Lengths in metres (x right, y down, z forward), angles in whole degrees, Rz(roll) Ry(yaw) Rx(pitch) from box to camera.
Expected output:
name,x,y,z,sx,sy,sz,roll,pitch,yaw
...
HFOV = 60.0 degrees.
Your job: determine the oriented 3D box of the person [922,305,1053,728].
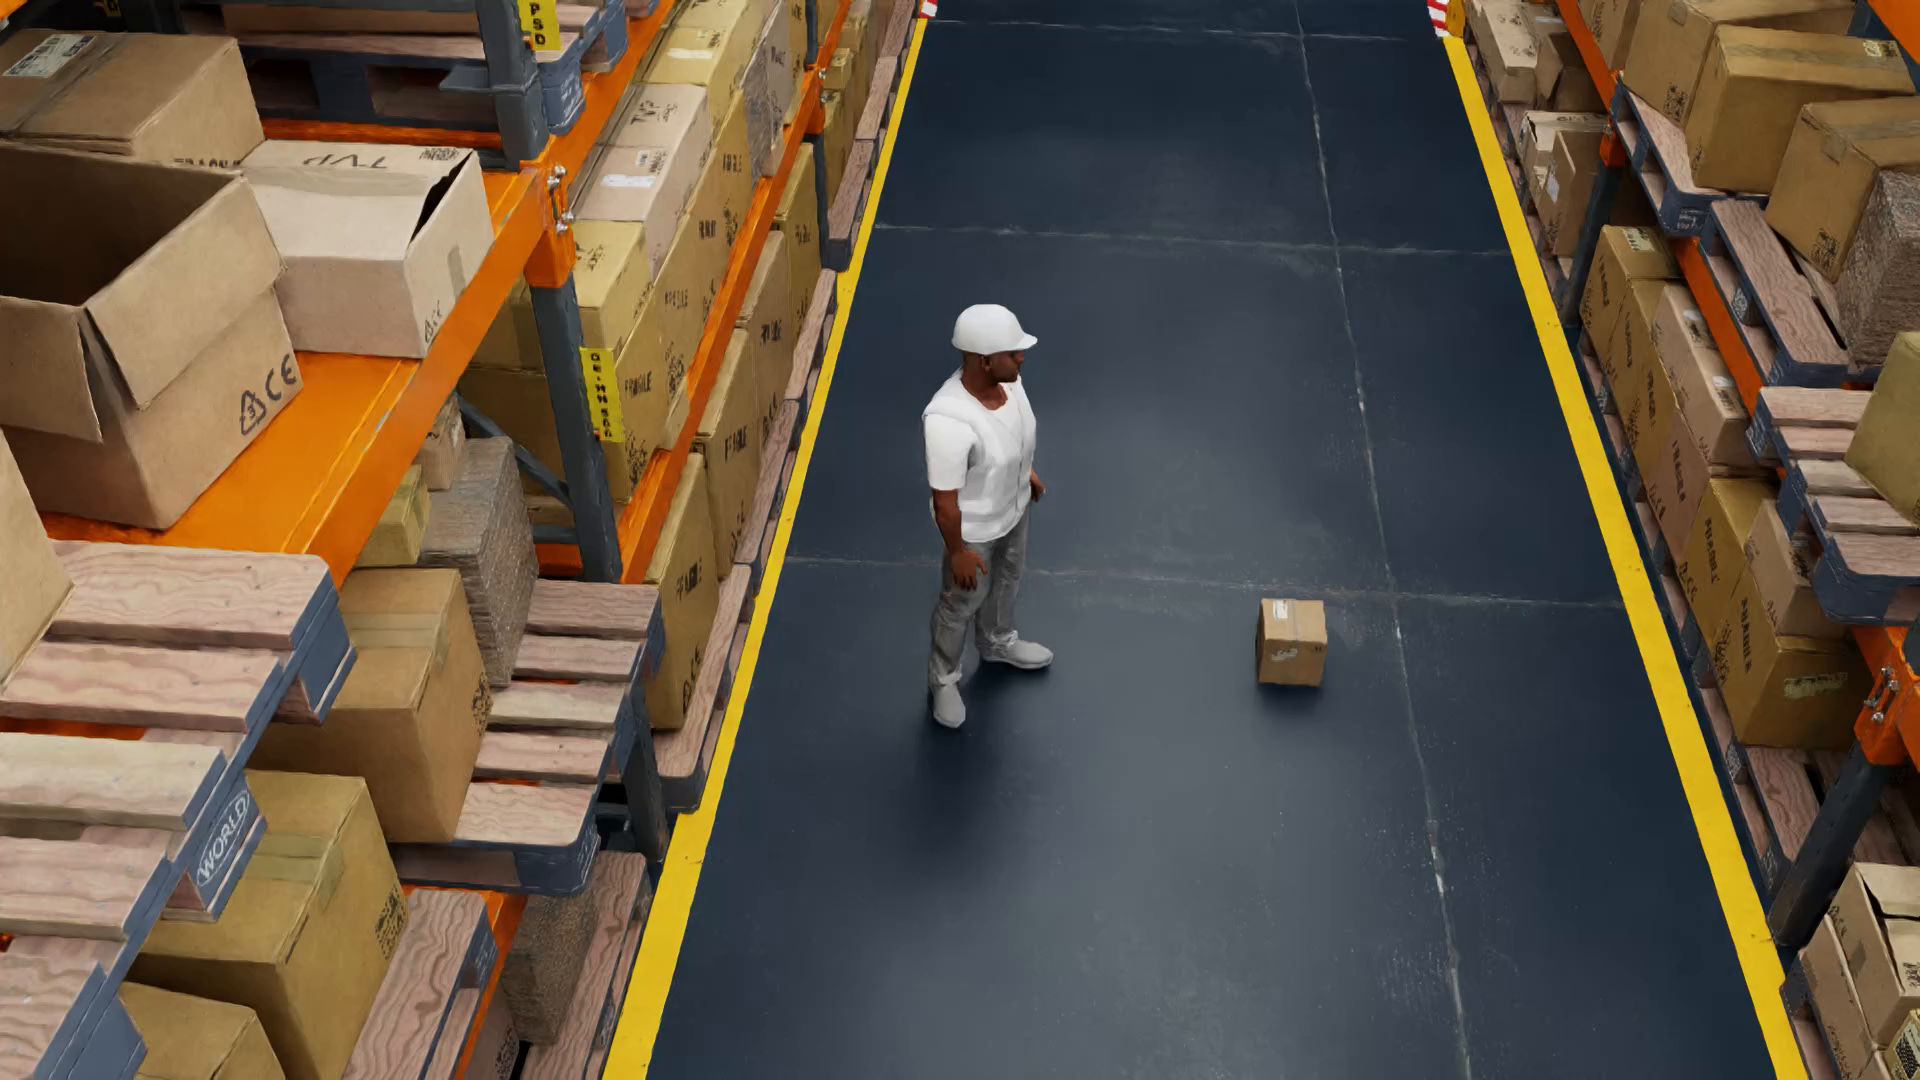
name,x,y,z,sx,sy,sz,roll,pitch,yaw
person,0.110,-0.114,6.230,0.381,1.768,0.664,21,44,23
